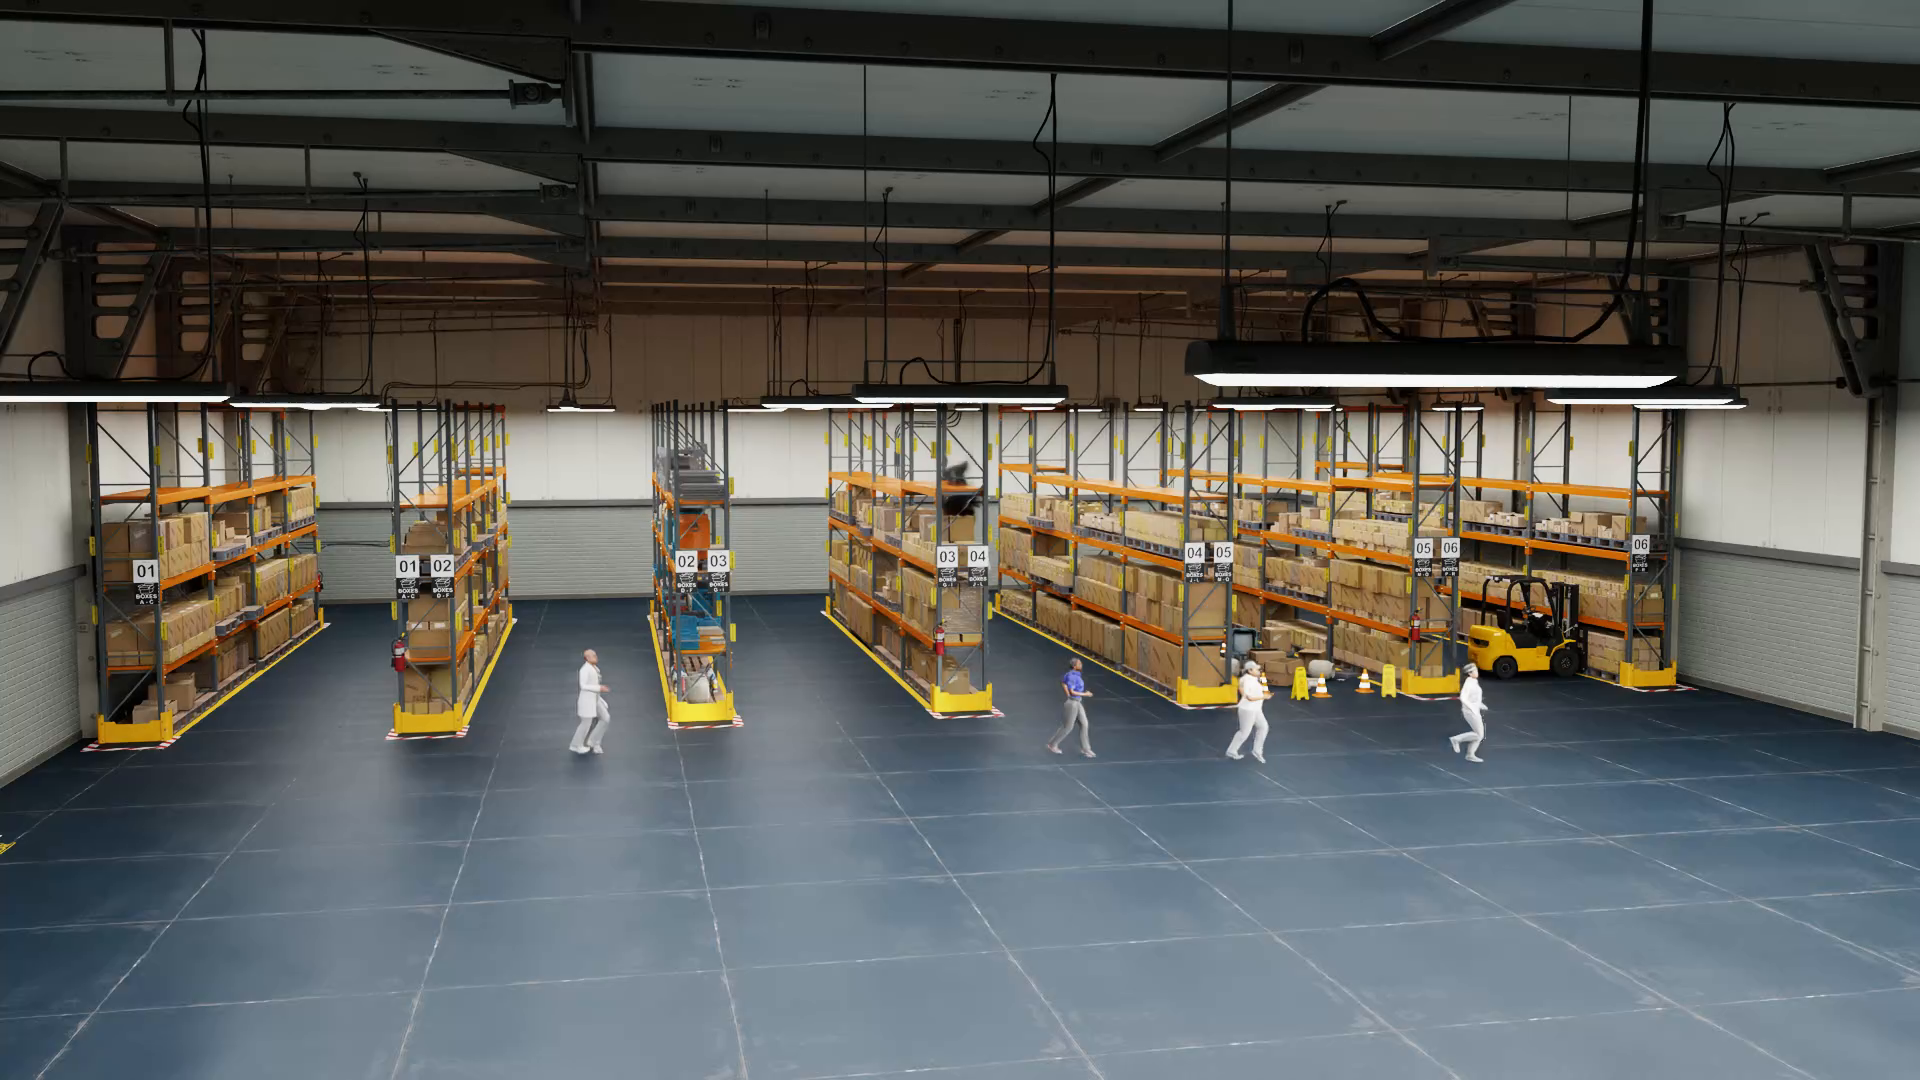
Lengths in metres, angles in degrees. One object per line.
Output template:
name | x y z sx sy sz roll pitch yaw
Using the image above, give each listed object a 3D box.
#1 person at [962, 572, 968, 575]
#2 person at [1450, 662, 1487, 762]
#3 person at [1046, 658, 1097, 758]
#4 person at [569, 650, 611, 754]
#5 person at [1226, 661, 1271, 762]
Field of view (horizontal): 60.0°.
person | 0.189 1.187 48.890 0.719 1.739 0.590 4 6 42
person | 8.406 2.836 27.456 0.555 1.658 0.619 2 5 22
person | 1.867 2.805 27.788 0.837 1.692 0.567 1 4 15
person | -6.210 2.746 27.962 0.799 1.813 0.687 1 4 12
person | 4.771 2.846 27.354 0.723 1.725 0.583 2 5 19
